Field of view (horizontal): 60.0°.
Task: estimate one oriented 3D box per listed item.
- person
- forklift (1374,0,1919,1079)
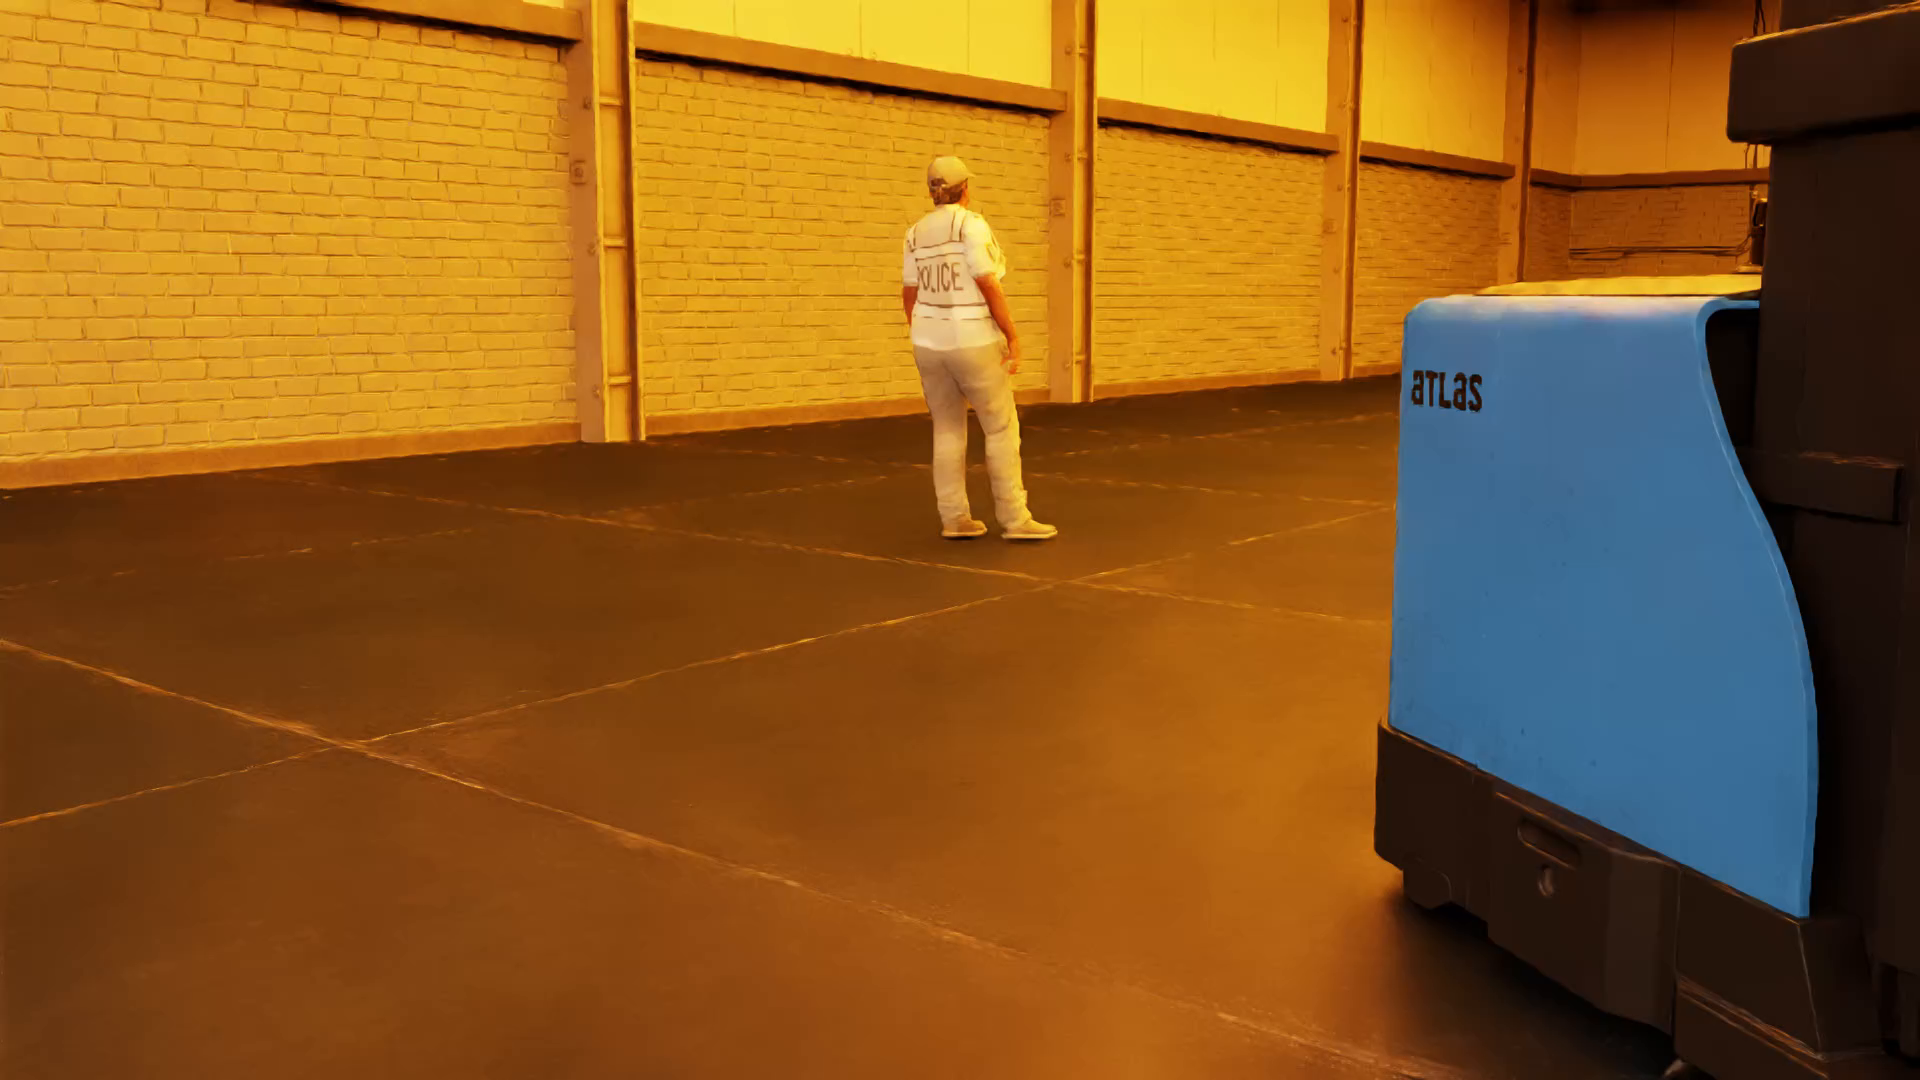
[{"bbox_3d":[0.066,-0.838,7.328,0.598,1.669,0.529,7,11,38],"label":"person"},{"bbox_3d":[1.652,-0.631,1.597,1.130,2.935,3.031,-2,9,-16],"label":"forklift"}]
